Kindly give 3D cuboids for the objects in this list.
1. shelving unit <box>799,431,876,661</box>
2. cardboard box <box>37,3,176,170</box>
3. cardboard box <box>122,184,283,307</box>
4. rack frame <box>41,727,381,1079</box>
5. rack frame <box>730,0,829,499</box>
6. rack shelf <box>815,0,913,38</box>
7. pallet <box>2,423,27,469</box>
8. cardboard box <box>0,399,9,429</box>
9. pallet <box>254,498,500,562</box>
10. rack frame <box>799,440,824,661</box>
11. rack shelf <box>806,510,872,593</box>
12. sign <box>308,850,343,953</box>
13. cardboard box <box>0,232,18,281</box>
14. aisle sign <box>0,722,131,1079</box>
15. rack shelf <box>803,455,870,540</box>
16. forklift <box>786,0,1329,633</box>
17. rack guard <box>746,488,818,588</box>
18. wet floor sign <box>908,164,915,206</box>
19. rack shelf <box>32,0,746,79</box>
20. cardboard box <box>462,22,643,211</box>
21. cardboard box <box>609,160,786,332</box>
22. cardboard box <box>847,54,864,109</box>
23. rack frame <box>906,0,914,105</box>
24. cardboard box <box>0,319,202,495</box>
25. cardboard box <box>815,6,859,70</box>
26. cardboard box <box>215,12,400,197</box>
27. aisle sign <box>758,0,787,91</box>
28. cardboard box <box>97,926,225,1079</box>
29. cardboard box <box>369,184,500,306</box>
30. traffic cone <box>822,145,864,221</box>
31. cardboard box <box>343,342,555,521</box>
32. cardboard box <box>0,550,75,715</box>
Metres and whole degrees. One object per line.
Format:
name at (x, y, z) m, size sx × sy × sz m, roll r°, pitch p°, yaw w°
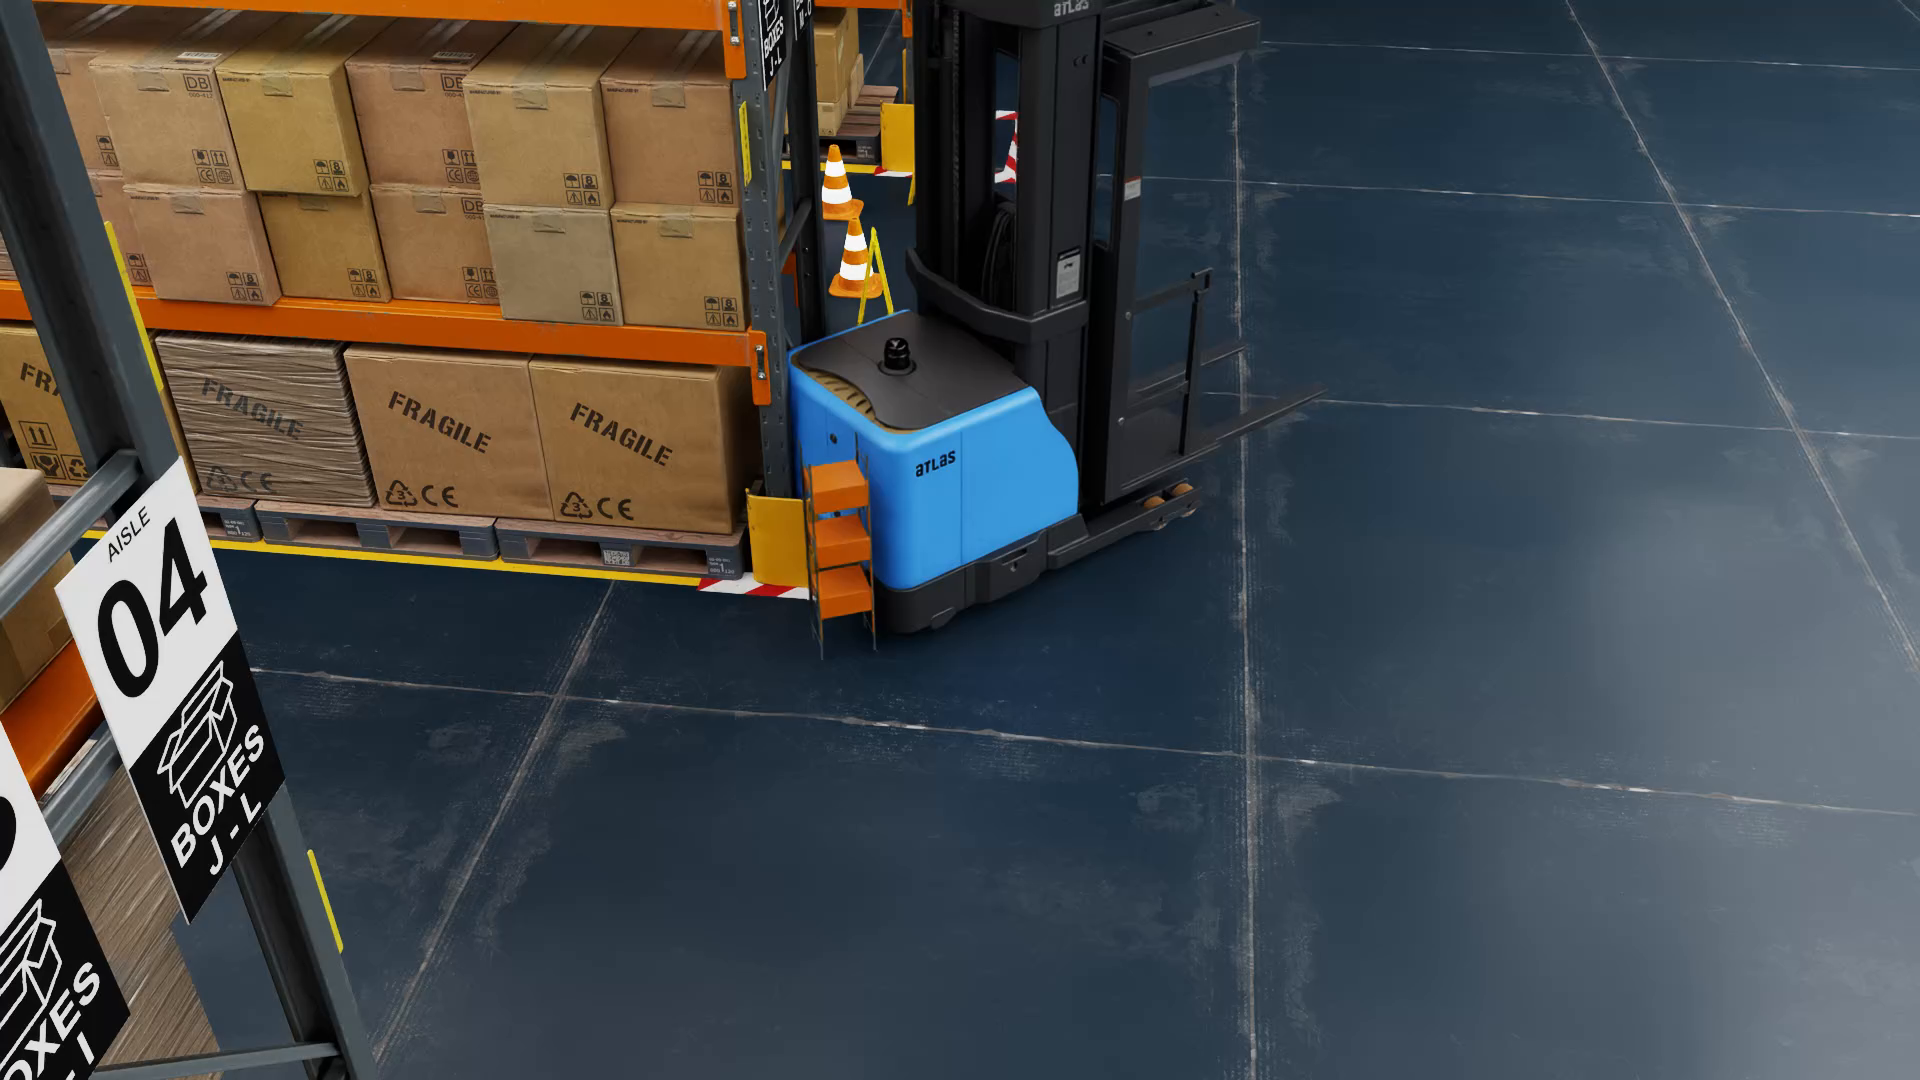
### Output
shelving unit at (-0.532, 0.041, 7.288) m, size 0.252 × 1.050 × 0.215 m, roll -10°, pitch 37°, yaw -14°
cardboard box at (-3.827, -2.116, 7.573) m, size 0.550 × 0.550 × 0.875 m, roll 4°, pitch 36°, yaw 6°
cardboard box at (-3.312, -1.541, 7.698) m, size 0.550 × 0.550 × 0.875 m, roll 4°, pitch 36°, yaw 6°
rack frame at (-1.513, 1.511, 3.551) m, size 0.127 × 3.000 × 1.000 m, roll 4°, pitch 36°, yaw 6°
rack frame at (-0.781, -1.340, 7.545) m, size 0.127 × 3.000 × 1.000 m, roll 4°, pitch 36°, yaw 6°
rack shelf at (-2.235, -4.055, 11.968) m, size 4.000 × 0.370 × 1.077 m, roll 4°, pitch 36°, yaw 6°
pallet at (-5.524, -0.514, 8.789) m, size 1.213 × 0.211 × 1.003 m, roll 4°, pitch 36°, yaw 6°
cardboard box at (-5.376, -0.885, 8.483) m, size 0.750 × 0.750 × 1.050 m, roll 4°, pitch 36°, yaw 6°
pallet at (-2.791, -0.311, 8.504) m, size 1.213 × 0.211 × 1.003 m, roll 4°, pitch 36°, yaw 6°
rack frame at (-0.648, 0.062, 7.259) m, size 0.008 × 1.050 × 0.200 m, roll -10°, pitch 37°, yaw -14°
rack shelf at (-0.532, 0.049, 7.294) m, size 0.240 × 0.259 × 0.215 m, roll -10°, pitch 37°, yaw -14°
sign at (-1.444, 0.846, 3.738) m, size 0.005 × 0.325 × 0.100 m, roll 4°, pitch 36°, yaw 6°
cardboard box at (-4.381, -1.676, 7.888) m, size 0.550 × 0.550 × 0.875 m, roll 4°, pitch 36°, yaw 6°
aisle sign at (-1.490, 0.630, 2.548) m, size 0.004 × 0.787 × 0.394 m, roll 4°, pitch 36°, yaw 6°
rack shelf at (-0.532, -0.182, 7.130) m, size 0.240 × 0.259 × 0.215 m, roll -10°, pitch 37°, yaw -14°
forklift at (0.604, -1.462, 7.776) m, size 3.031 × 2.935 × 1.130 m, roll -24°, pitch 42°, yaw -30°
rack guard at (-0.757, -0.321, 8.269) m, size 0.348 × 0.500 × 1.175 m, roll 4°, pitch 36°, yaw 6°
wet floor sign at (-0.199, -2.611, 11.352) m, size 0.232 × 0.644 × 0.267 m, roll 17°, pitch 39°, yaw 22°
rack shelf at (-2.765, -2.416, 7.090) m, size 4.000 × 0.370 × 1.077 m, roll 4°, pitch 36°, yaw 6°
cardboard box at (-1.702, -1.878, 7.240) m, size 0.550 × 0.550 × 0.875 m, roll 4°, pitch 36°, yaw 6°
cardboard box at (-1.155, -1.402, 7.504) m, size 0.550 × 0.550 × 0.875 m, roll 4°, pitch 36°, yaw 6°
cardboard box at (-1.016, -3.470, 12.536) m, size 0.500 × 0.250 × 0.500 m, roll 4°, pitch 36°, yaw 6°
rack frame at (-0.251, -4.199, 11.552) m, size 0.127 × 3.000 × 1.000 m, roll 4°, pitch 36°, yaw 6°
cardboard box at (-4.134, -0.855, 8.333) m, size 0.875 × 0.875 × 0.875 m, roll 5°, pitch 36°, yaw 7°
cardboard box at (-1.040, -3.777, 12.320) m, size 0.500 × 0.500 × 0.500 m, roll 3°, pitch 36°, yaw 4°
cardboard box at (-2.782, -1.962, 7.358) m, size 0.500 × 0.550 × 0.875 m, roll 4°, pitch 36°, yaw 6°
aisle sign at (-0.749, -2.220, 6.540) m, size 0.004 × 0.787 × 0.394 m, roll 4°, pitch 36°, yaw 6°
cardboard box at (-2.055, 1.292, 3.515) m, size 0.500 × 0.500 × 0.875 m, roll 4°, pitch 36°, yaw 6°
cardboard box at (-2.243, -1.544, 7.702) m, size 0.550 × 0.550 × 0.875 m, roll 4°, pitch 36°, yaw 6°
traffic cone at (-0.842, -2.455, 11.292) m, size 0.334 × 0.463 × 0.336 m, roll 4°, pitch 36°, yaw 6°
cardboard box at (-2.335, -0.722, 8.147) m, size 0.875 × 0.875 × 0.875 m, roll 4°, pitch 36°, yaw 5°
cardboard box at (-1.958, 0.166, 2.982) m, size 0.500 × 0.250 × 0.500 m, roll 5°, pitch 36°, yaw 7°
